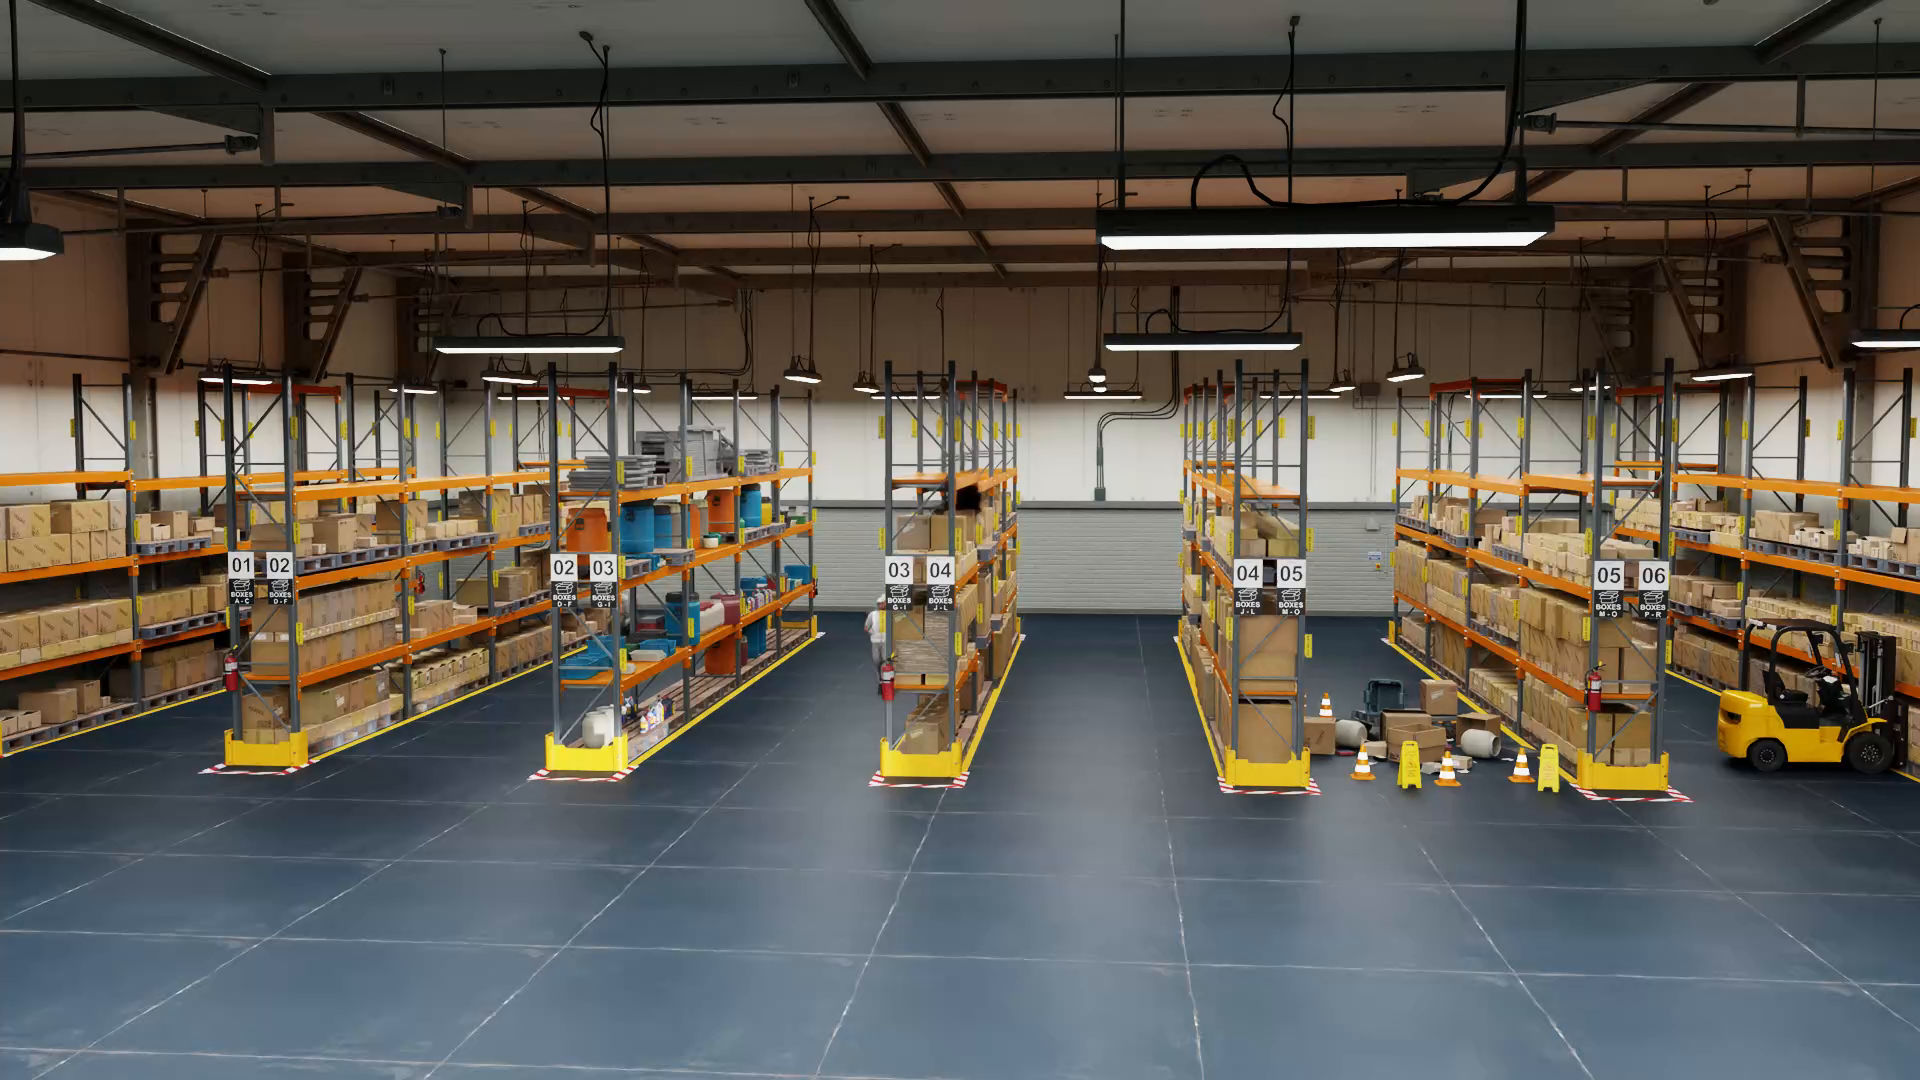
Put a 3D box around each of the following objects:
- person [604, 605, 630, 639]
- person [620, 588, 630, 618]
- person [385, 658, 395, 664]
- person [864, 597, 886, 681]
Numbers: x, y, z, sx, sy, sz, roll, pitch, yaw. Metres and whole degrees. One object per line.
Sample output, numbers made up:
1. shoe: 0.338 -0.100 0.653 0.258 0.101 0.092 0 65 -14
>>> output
1. person: -6.547 2.073 31.951 0.661 1.680 0.585 1 4 10
2. person: -8.509 1.458 41.793 0.554 1.613 0.661 1 4 20
3. person: -11.265 1.980 32.781 0.606 1.717 0.874 0 4 -5
4. person: -1.506 1.977 32.096 0.687 1.759 1.006 0 4 0
